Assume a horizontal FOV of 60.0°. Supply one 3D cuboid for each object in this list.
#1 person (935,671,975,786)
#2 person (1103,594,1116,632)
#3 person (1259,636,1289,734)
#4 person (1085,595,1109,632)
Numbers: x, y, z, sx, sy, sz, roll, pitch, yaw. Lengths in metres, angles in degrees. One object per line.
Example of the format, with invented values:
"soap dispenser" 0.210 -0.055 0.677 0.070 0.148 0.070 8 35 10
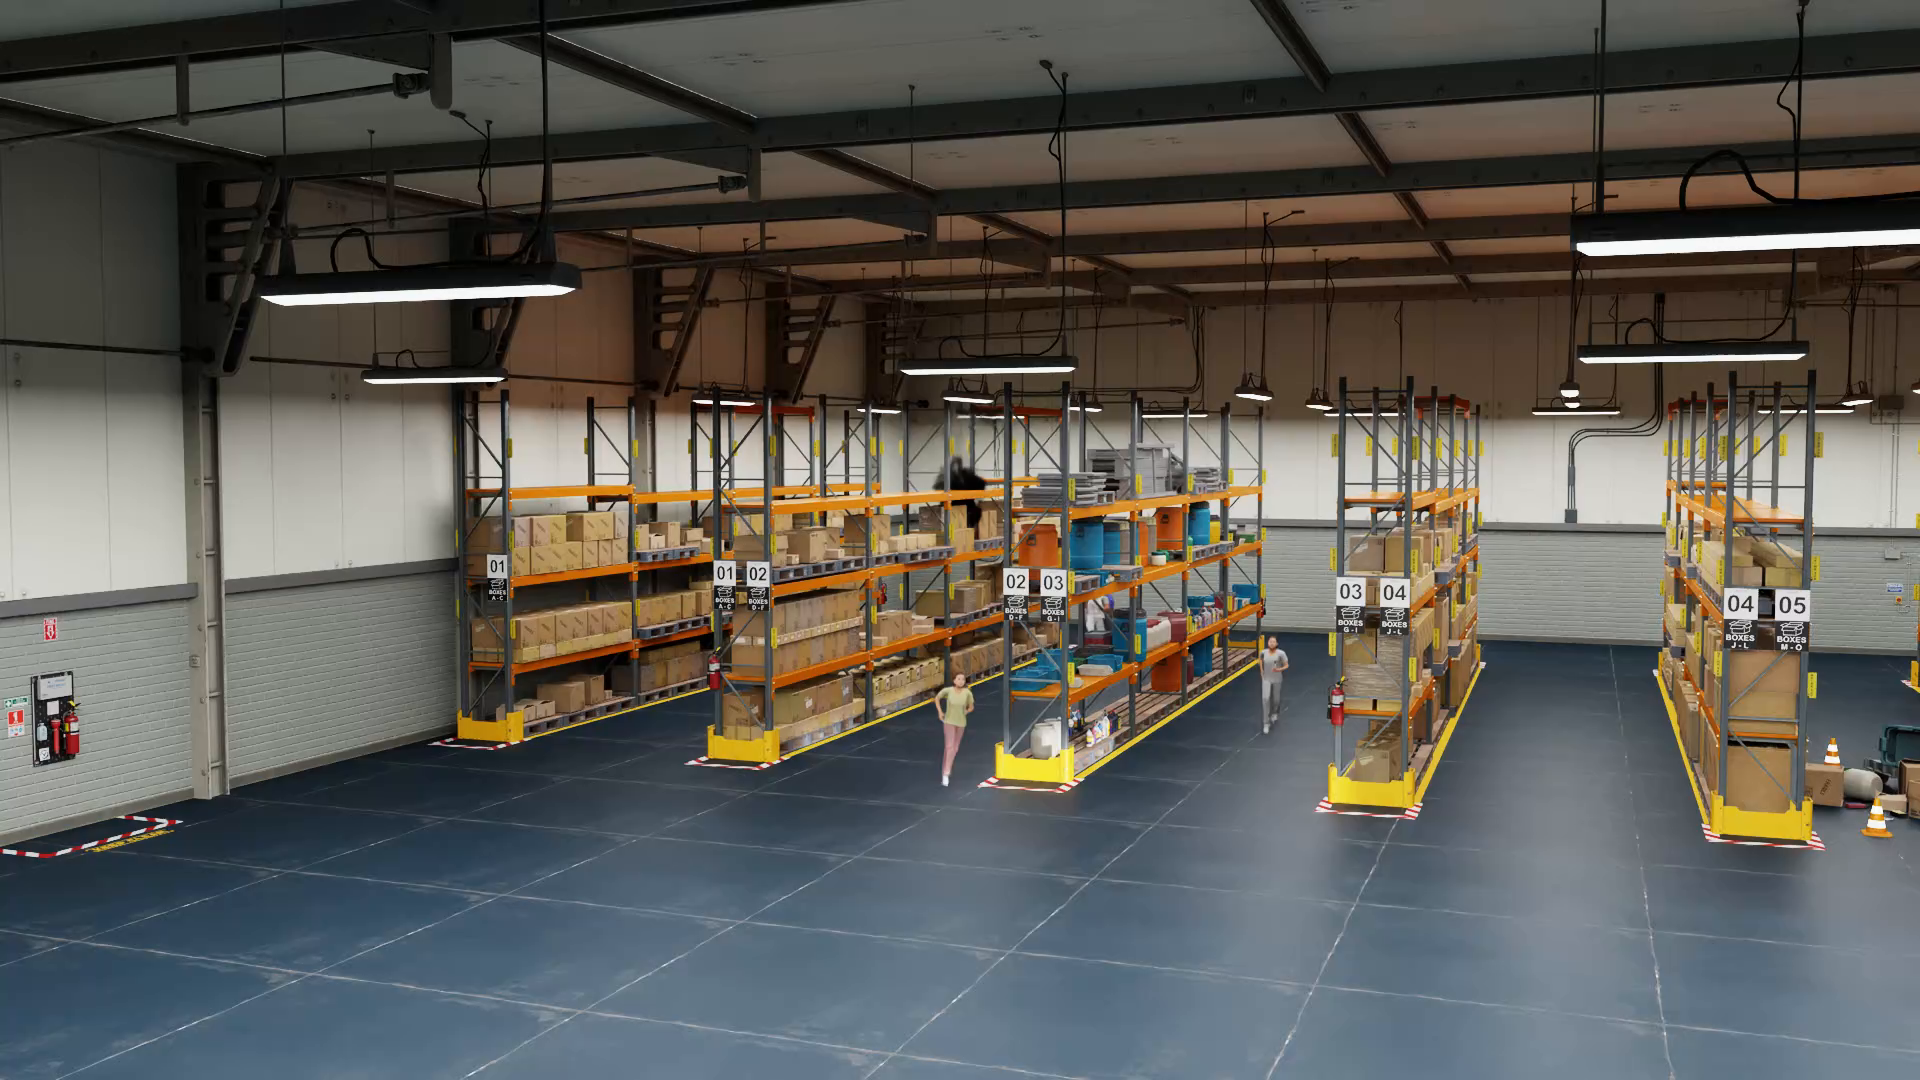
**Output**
"person" -0.069 2.811 25.053 0.568 1.703 0.740 -1 3 -15
"person" 3.705 1.909 41.399 0.608 1.624 0.790 -2 4 -29
"person" 5.594 2.542 29.649 0.533 1.700 1.067 1 3 12
"person" 3.164 1.819 38.718 0.660 1.757 0.984 1 3 13
